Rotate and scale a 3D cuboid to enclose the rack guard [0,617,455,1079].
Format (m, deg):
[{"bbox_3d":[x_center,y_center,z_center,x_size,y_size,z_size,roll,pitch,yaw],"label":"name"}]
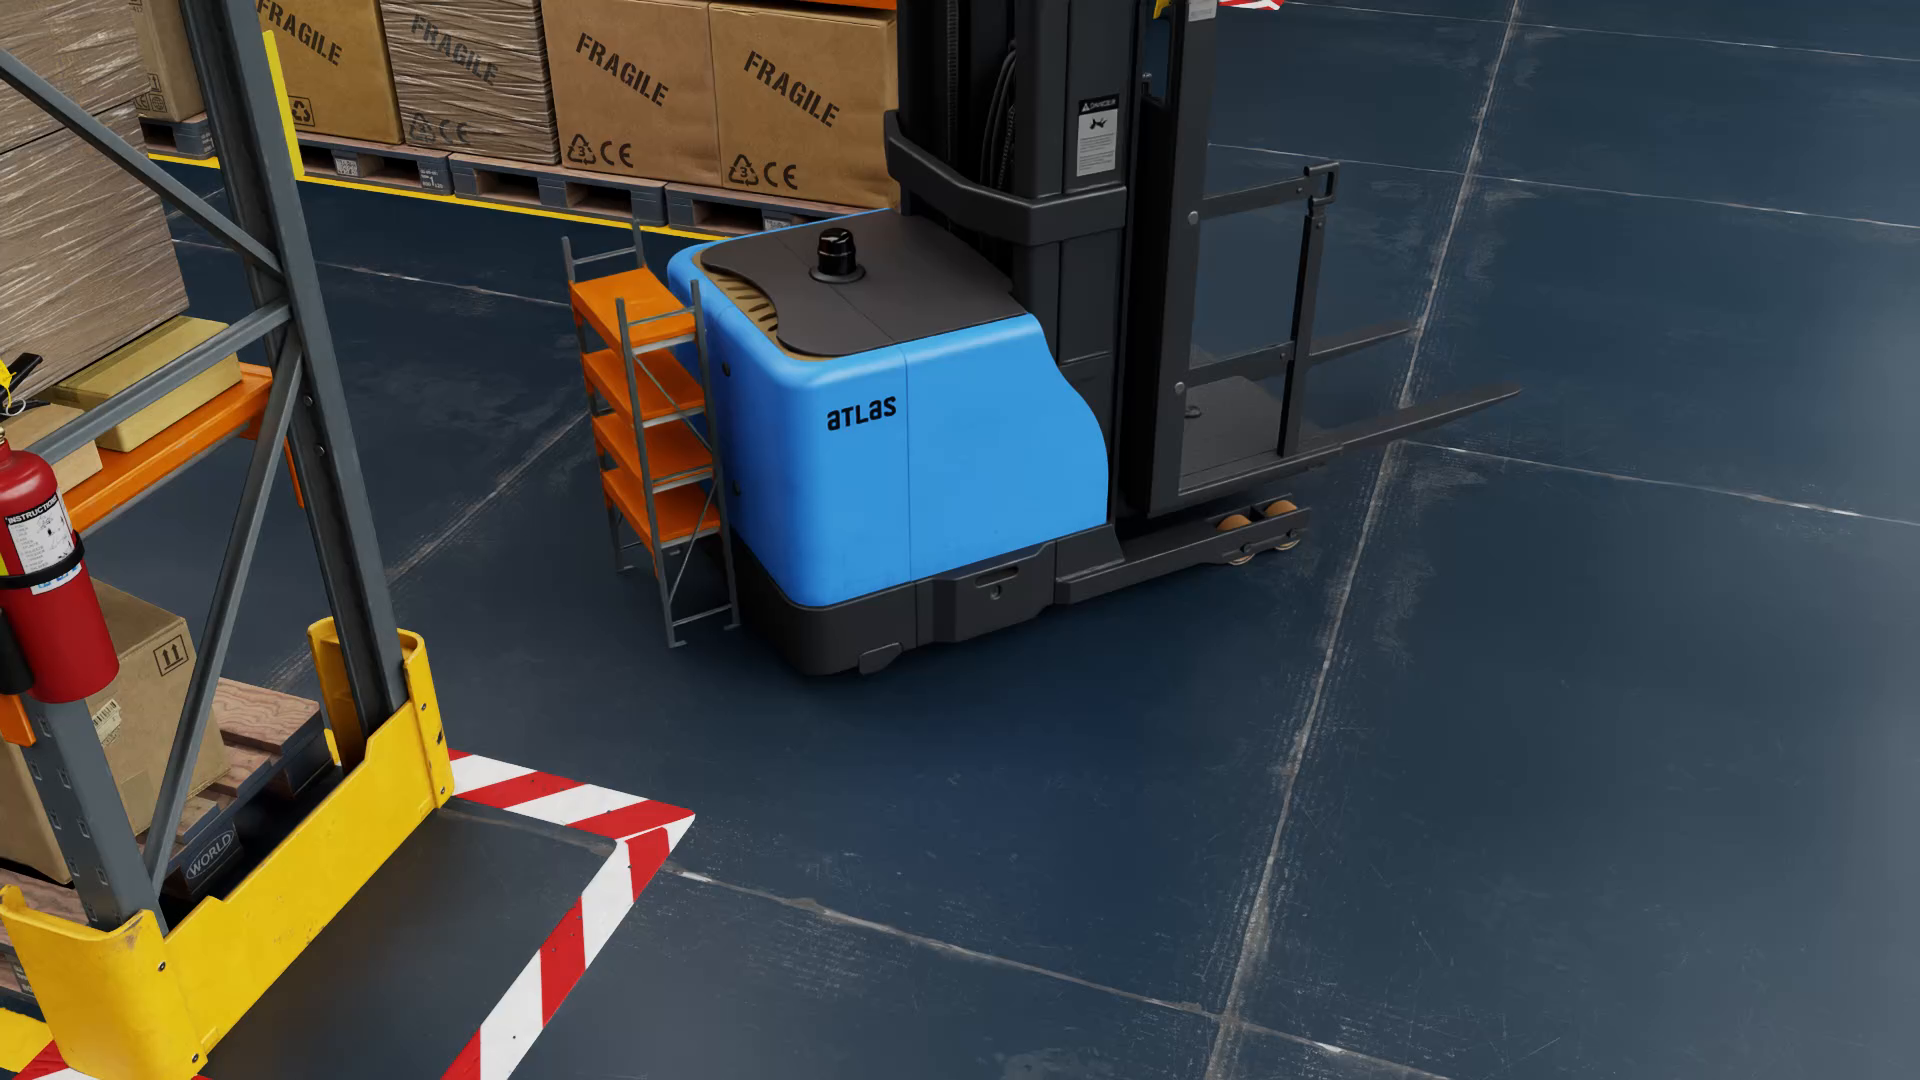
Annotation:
[{"bbox_3d":[-1.759,0.736,4.149,0.348,0.500,1.175,11,34,16],"label":"rack guard"}]

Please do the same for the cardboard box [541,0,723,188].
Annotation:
[{"bbox_3d":[-1.409,-2.348,8.193,0.875,0.875,0.875,10,34,16],"label":"cardboard box"}]

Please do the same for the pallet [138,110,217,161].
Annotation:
[{"bbox_3d":[-4.437,-2.477,9.392,1.213,0.211,1.003,11,34,16],"label":"pallet"}]

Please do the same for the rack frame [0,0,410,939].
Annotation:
[{"bbox_3d":[-1.688,-0.300,3.449,0.127,3.000,1.000,11,34,16],"label":"rack frame"}]

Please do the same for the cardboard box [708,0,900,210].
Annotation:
[{"bbox_3d":[-0.580,-2.188,7.945,0.875,0.875,0.875,11,35,17],"label":"cardboard box"}]

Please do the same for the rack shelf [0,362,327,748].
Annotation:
[{"bbox_3d":[-3.571,-0.364,4.211,4.000,0.370,1.077,11,34,16],"label":"rack shelf"}]

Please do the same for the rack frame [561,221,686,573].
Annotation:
[{"bbox_3d":[-1.059,-0.427,5.298,0.240,1.200,0.015,-18,37,-23],"label":"rack frame"}]

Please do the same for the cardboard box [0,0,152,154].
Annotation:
[{"bbox_3d":[-2.114,-1.127,3.442,0.500,0.500,0.500,11,34,16],"label":"cardboard box"}]

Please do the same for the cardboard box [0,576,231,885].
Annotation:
[{"bbox_3d":[-2.270,0.451,4.203,0.500,0.500,0.500,18,37,25],"label":"cardboard box"}]

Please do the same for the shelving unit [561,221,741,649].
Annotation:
[{"bbox_3d":[-0.942,-0.311,5.118,0.258,1.200,0.503,-18,37,-23],"label":"shelving unit"}]

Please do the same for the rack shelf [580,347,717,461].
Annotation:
[{"bbox_3d":[-0.946,-0.441,5.032,0.258,0.148,0.480,-18,37,-23],"label":"rack shelf"}]

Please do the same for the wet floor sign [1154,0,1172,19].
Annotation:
[{"bbox_3d":[1.473,-3.790,11.025,0.232,0.644,0.267,24,40,32],"label":"wet floor sign"}]

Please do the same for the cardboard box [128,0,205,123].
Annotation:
[{"bbox_3d":[-4.300,-2.845,9.078,0.750,0.750,1.050,11,34,16],"label":"cardboard box"}]

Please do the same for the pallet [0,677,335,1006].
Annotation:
[{"bbox_3d":[-2.512,0.691,4.485,1.213,0.211,1.003,11,34,16],"label":"pallet"}]

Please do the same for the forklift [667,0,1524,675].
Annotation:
[{"bbox_3d":[0.620,-1.383,5.190,3.031,2.935,1.130,-16,36,-23],"label":"forklift"}]

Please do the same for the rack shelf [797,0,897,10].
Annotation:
[{"bbox_3d":[-1.802,-2.878,8.105,4.000,0.370,1.077,11,34,16],"label":"rack shelf"}]

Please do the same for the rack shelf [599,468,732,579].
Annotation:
[{"bbox_3d":[-0.935,-0.090,5.265,0.258,0.148,0.480,-18,37,-23],"label":"rack shelf"}]

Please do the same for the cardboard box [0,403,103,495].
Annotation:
[{"bbox_3d":[-2.026,-0.141,3.435,0.250,0.149,0.380,11,34,16],"label":"cardboard box"}]

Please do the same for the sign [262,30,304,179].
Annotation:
[{"bbox_3d":[-1.505,-0.941,3.643,0.005,0.325,0.100,11,34,16],"label":"sign"}]

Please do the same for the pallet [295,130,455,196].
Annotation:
[{"bbox_3d":[-2.995,-2.195,8.956,1.213,0.211,1.003,11,34,16],"label":"pallet"}]

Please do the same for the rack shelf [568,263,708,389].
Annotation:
[{"bbox_3d":[-0.952,-0.638,4.901,0.258,0.148,0.480,-18,37,-23],"label":"rack shelf"}]

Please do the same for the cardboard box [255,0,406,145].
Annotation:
[{"bbox_3d":[-3.116,-2.679,8.706,0.875,0.875,0.875,12,35,17],"label":"cardboard box"}]

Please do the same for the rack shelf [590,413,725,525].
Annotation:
[{"bbox_3d":[-0.940,-0.255,5.155,0.258,0.148,0.480,-18,37,-23],"label":"rack shelf"}]

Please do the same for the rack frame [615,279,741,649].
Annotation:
[{"bbox_3d":[-0.824,-0.195,4.938,0.240,1.200,0.015,-18,37,-23],"label":"rack frame"}]

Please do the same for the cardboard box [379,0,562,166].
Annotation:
[{"bbox_3d":[-2.267,-2.516,8.453,0.875,0.875,0.875,11,35,17],"label":"cardboard box"}]

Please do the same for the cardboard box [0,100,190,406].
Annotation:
[{"bbox_3d":[-2.196,-0.582,3.519,0.500,0.500,0.875,11,34,16],"label":"cardboard box"}]

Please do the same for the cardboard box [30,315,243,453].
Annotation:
[{"bbox_3d":[-1.876,-0.368,3.787,0.250,0.149,0.380,11,34,16],"label":"cardboard box"}]

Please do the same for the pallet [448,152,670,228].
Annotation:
[{"bbox_3d":[-1.843,-1.973,8.611,1.213,0.211,1.003,11,34,16],"label":"pallet"}]

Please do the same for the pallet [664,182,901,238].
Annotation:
[{"bbox_3d":[-0.698,-1.749,8.264,1.213,0.211,1.003,11,34,16],"label":"pallet"}]

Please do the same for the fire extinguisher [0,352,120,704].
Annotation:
[{"bbox_3d":[-1.736,-0.011,3.073,0.183,0.674,0.296,11,34,16],"label":"fire extinguisher"}]
